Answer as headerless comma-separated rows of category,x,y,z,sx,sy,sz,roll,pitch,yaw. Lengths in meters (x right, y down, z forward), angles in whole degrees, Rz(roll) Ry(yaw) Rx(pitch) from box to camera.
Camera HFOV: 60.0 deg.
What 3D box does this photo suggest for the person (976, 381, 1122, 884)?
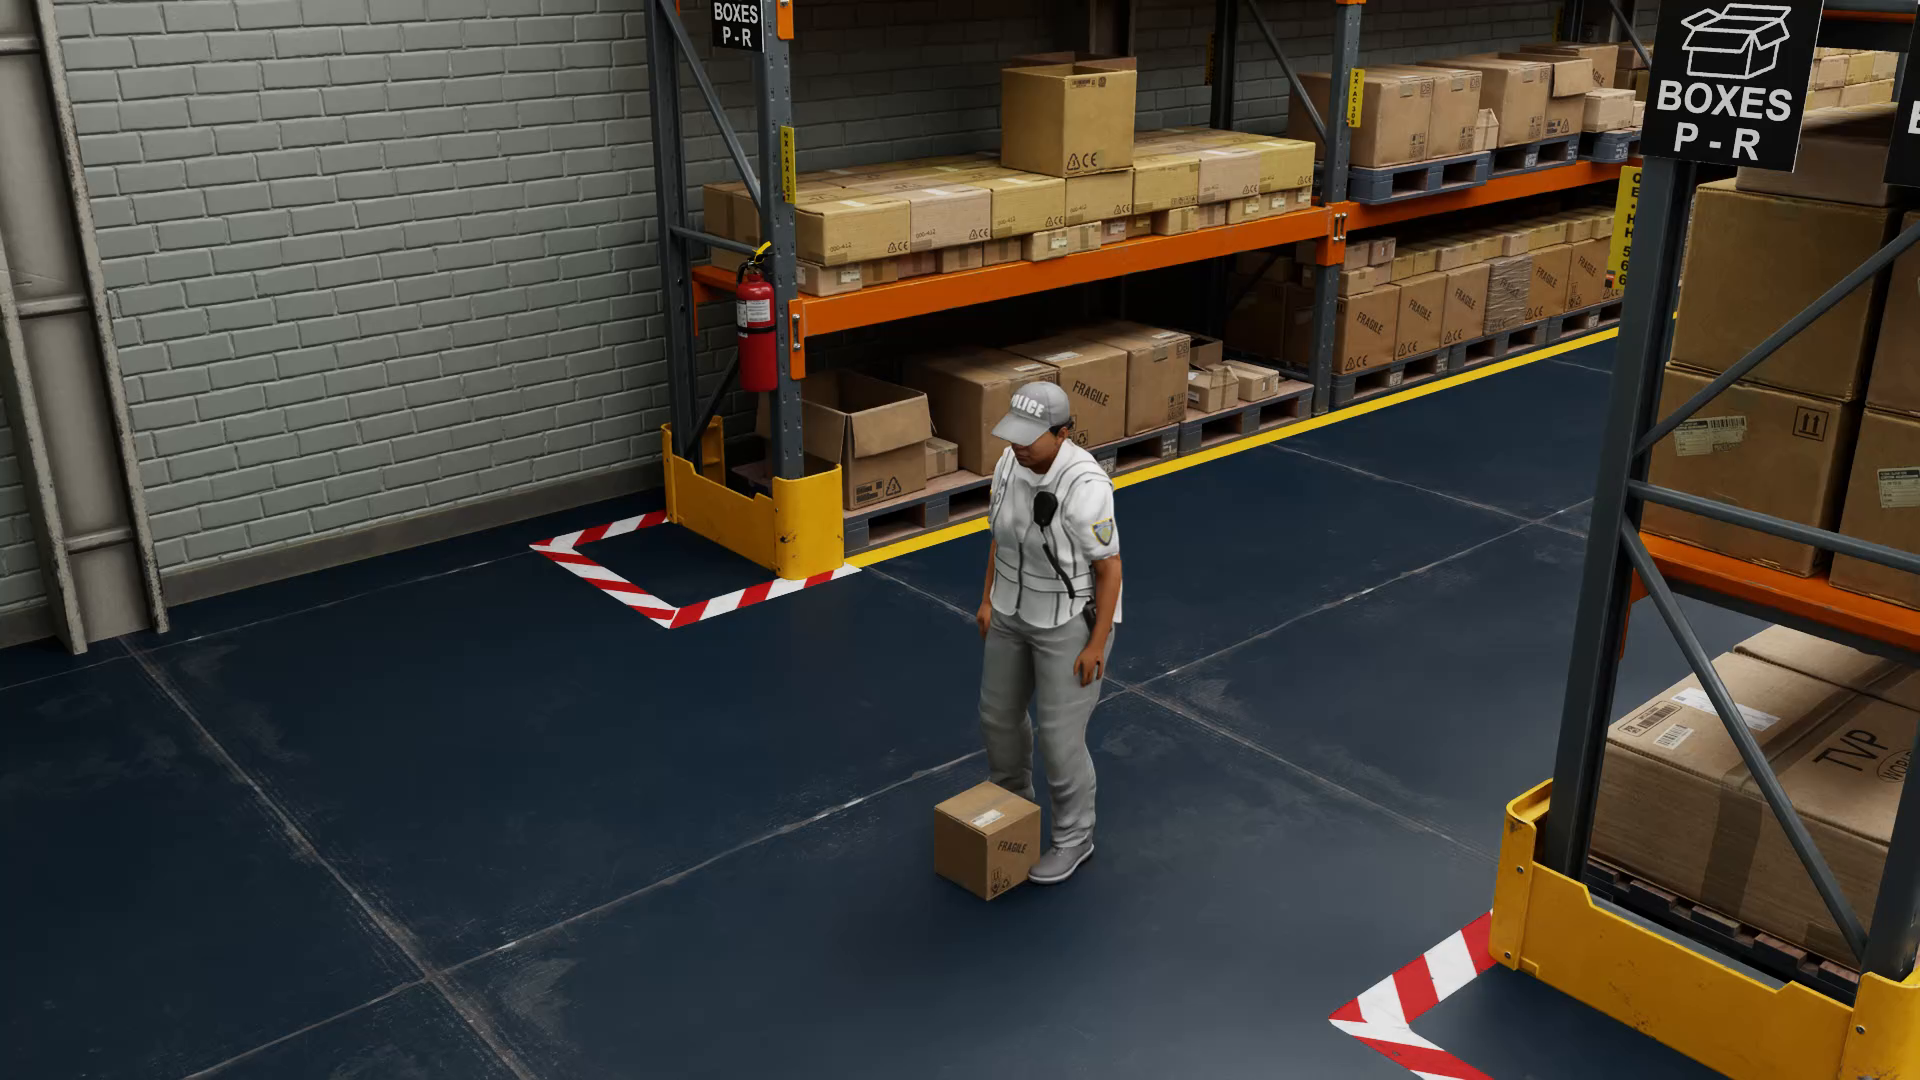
person,0.253,0.276,5.360,0.468,1.665,0.558,-19,28,-41
